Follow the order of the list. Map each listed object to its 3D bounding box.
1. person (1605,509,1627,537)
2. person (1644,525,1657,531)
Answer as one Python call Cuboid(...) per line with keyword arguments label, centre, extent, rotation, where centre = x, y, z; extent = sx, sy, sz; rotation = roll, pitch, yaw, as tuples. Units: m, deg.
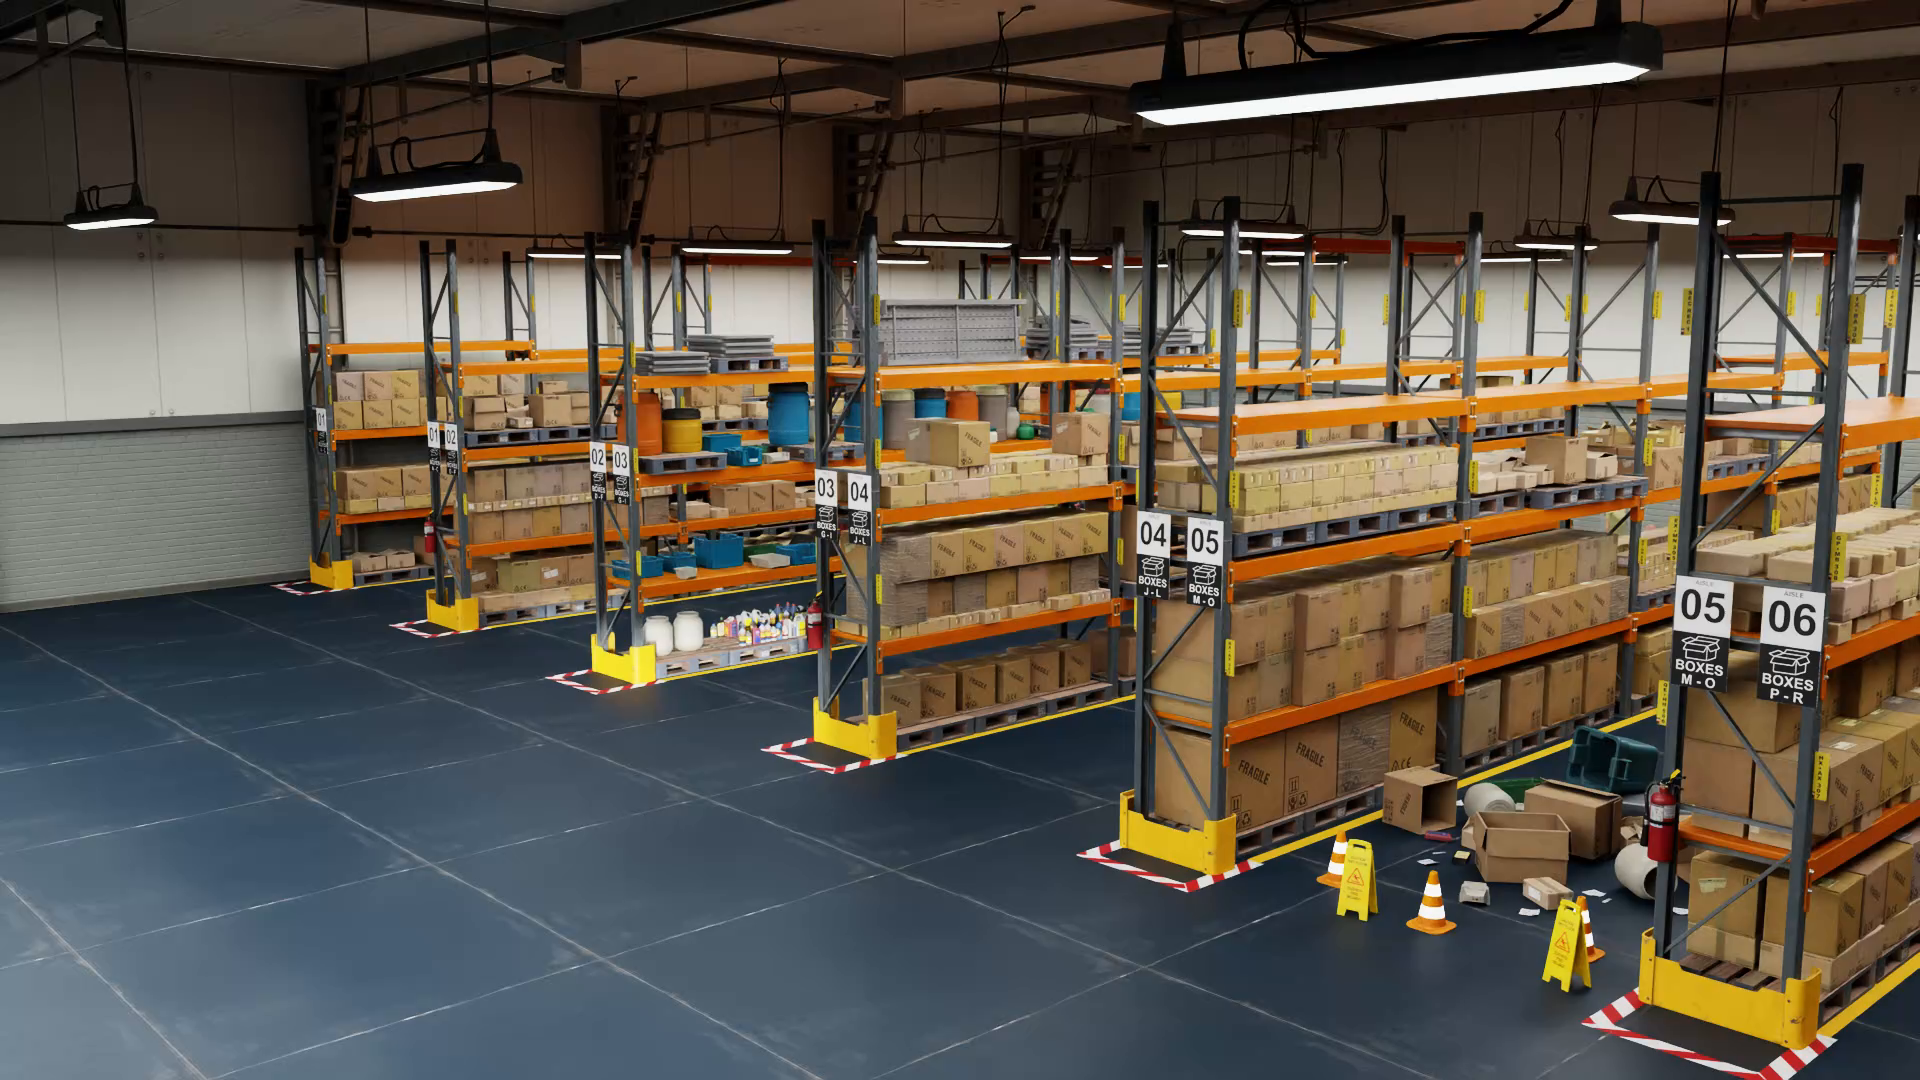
Cuboid(label="person", centre=(11.732, -0.055, 29.920), extent=(0.537, 1.669, 0.530), rotation=(-3, 9, -17))
Cuboid(label="person", centre=(10.928, 0.560, 25.996), extent=(0.706, 1.626, 0.703), rotation=(-6, 10, -33))
